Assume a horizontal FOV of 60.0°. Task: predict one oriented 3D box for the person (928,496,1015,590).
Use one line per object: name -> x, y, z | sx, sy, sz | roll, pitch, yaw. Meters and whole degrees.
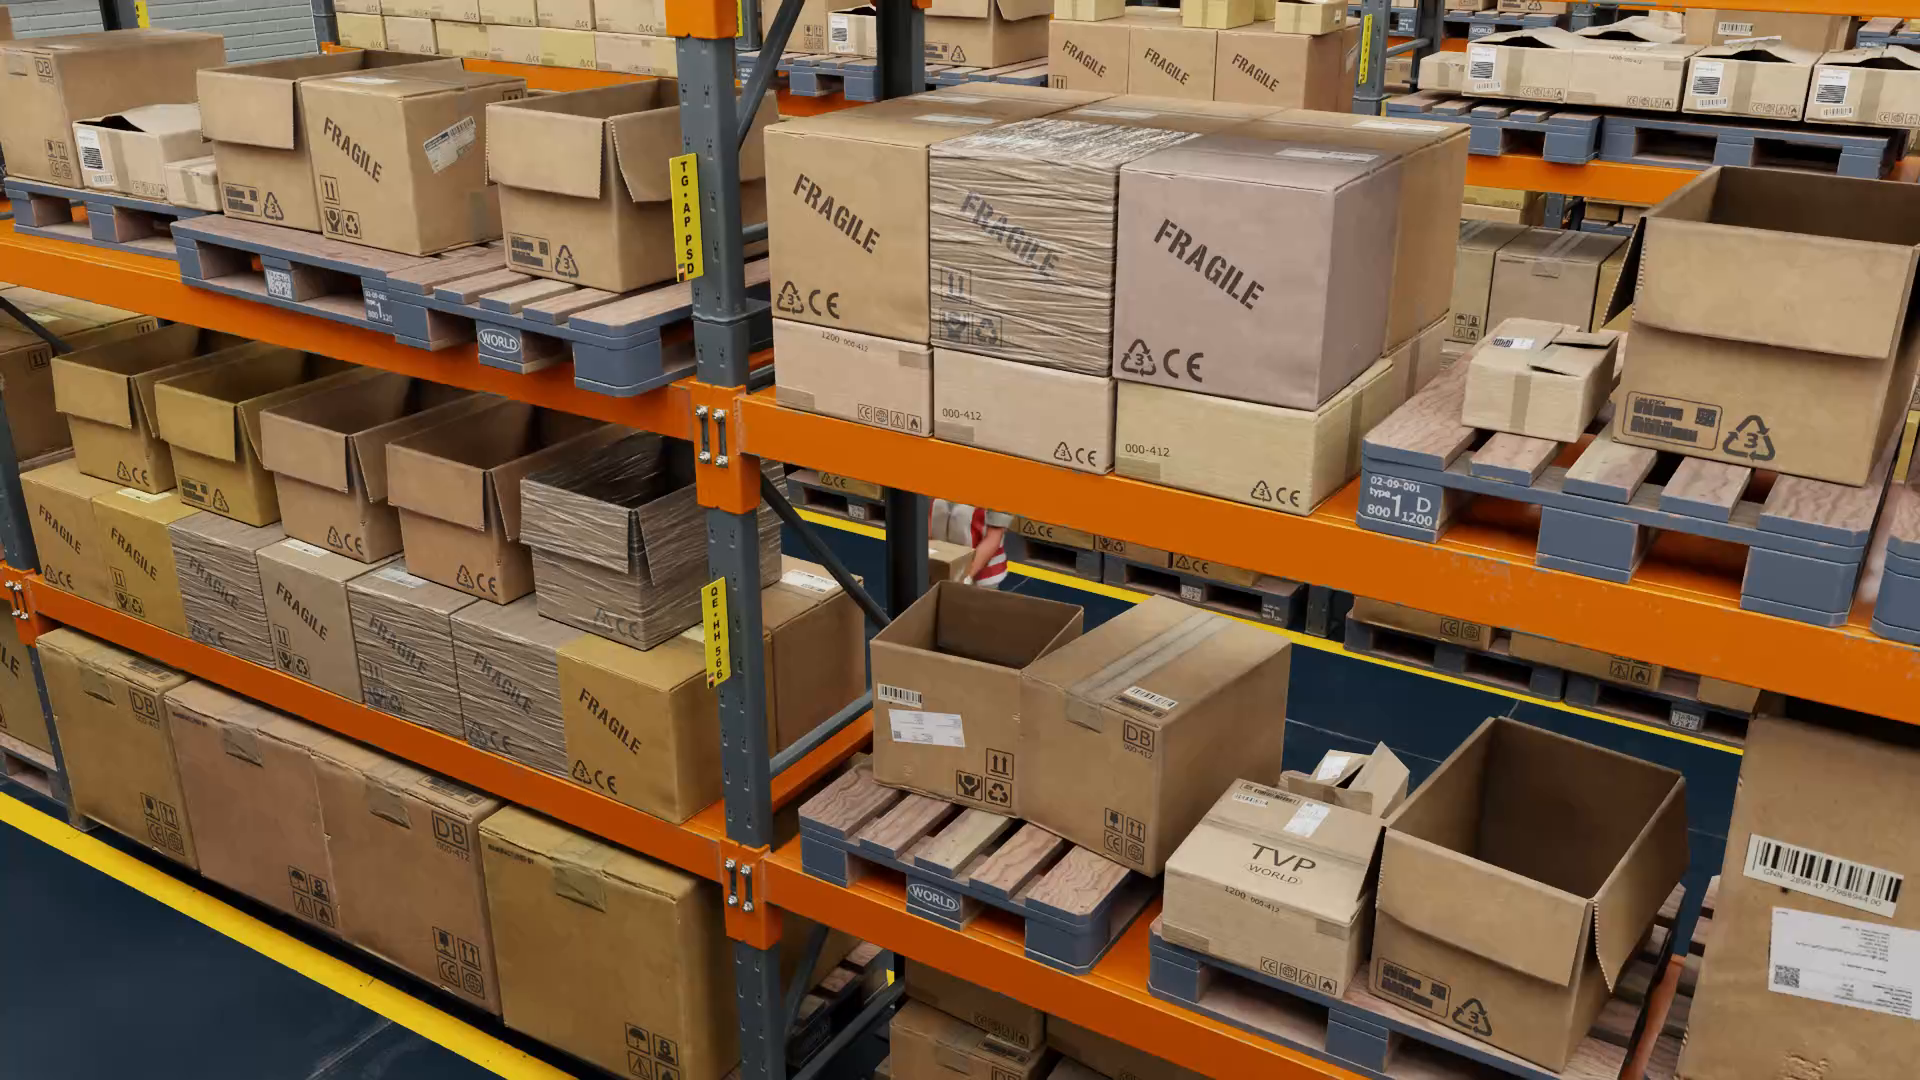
person -> -0.021, 0.235, 8.010 | 0.504, 1.788, 0.557 | 15, 27, 32
